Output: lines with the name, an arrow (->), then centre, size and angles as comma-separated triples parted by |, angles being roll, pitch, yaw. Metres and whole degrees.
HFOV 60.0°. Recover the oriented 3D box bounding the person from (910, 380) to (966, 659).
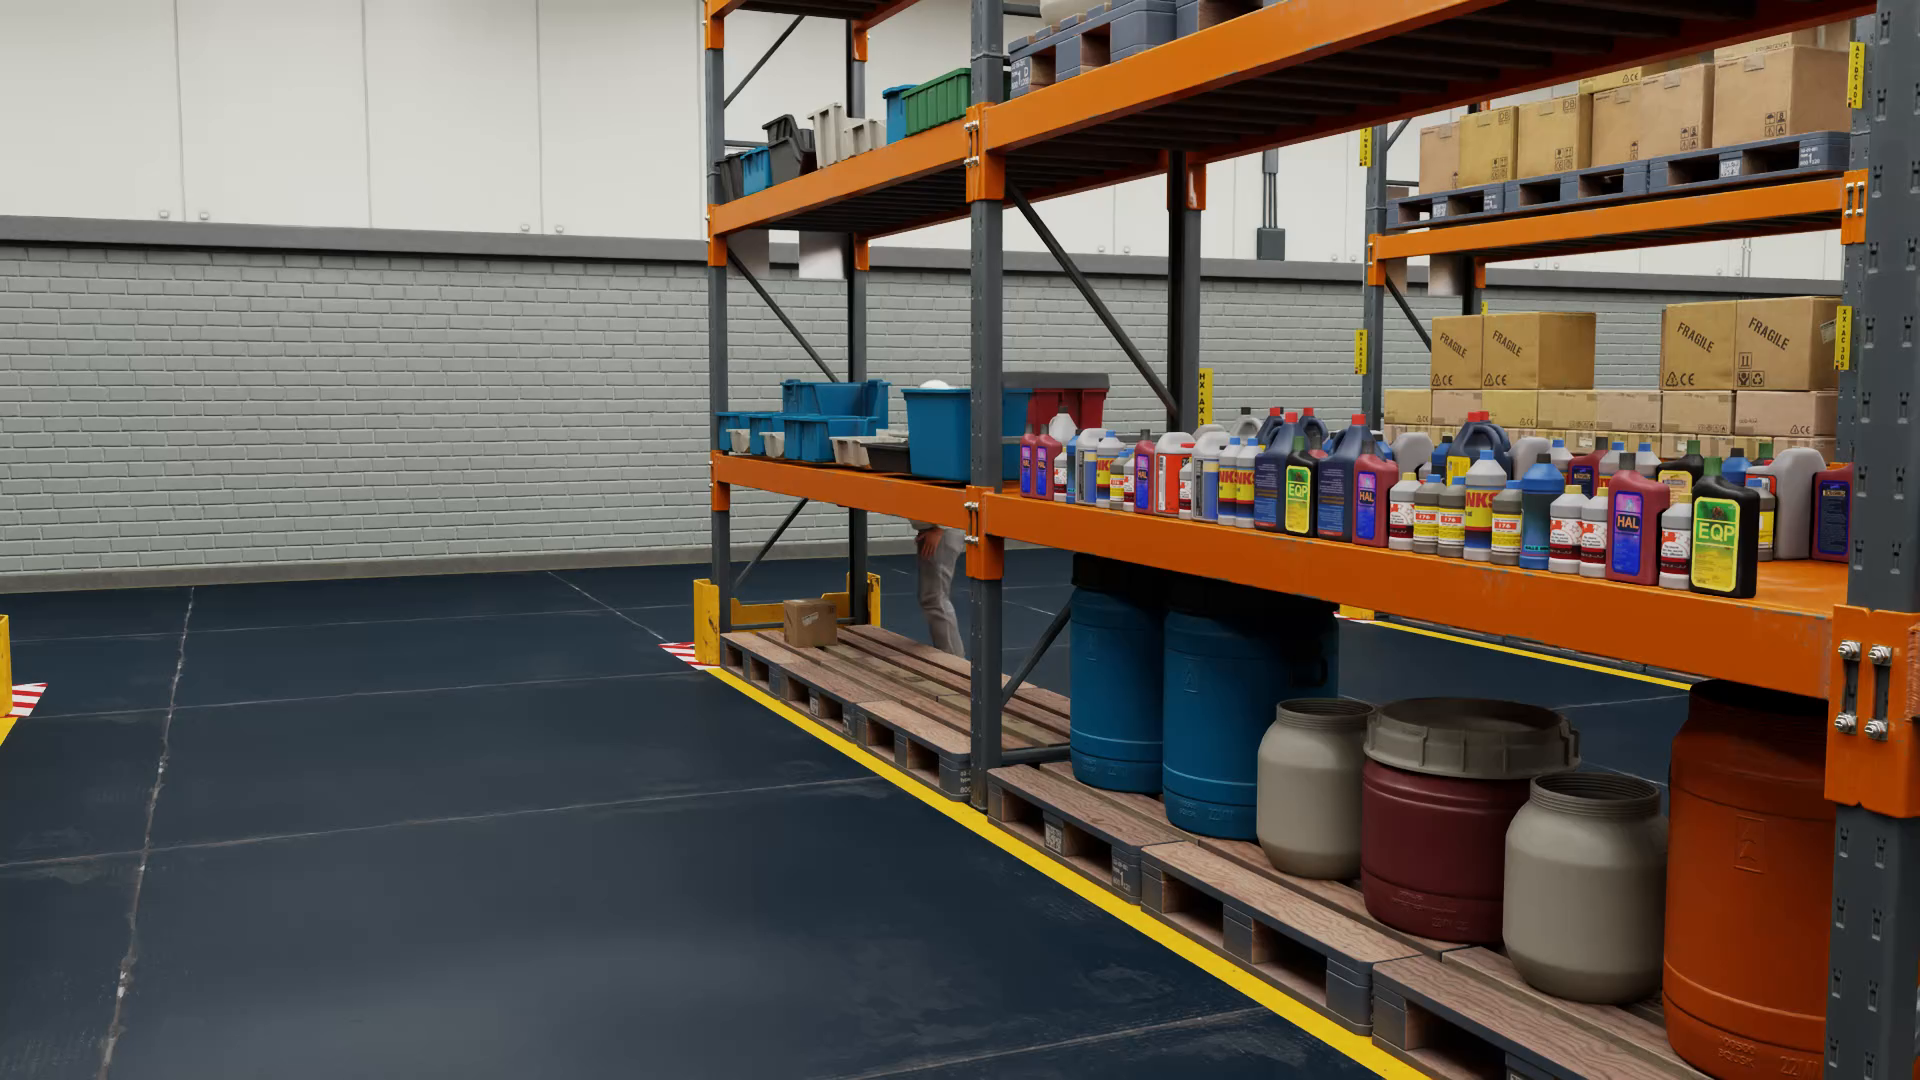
person -> -0.125, -0.058, 9.811 | 0.364, 1.763, 0.535 | -1, 5, -5
